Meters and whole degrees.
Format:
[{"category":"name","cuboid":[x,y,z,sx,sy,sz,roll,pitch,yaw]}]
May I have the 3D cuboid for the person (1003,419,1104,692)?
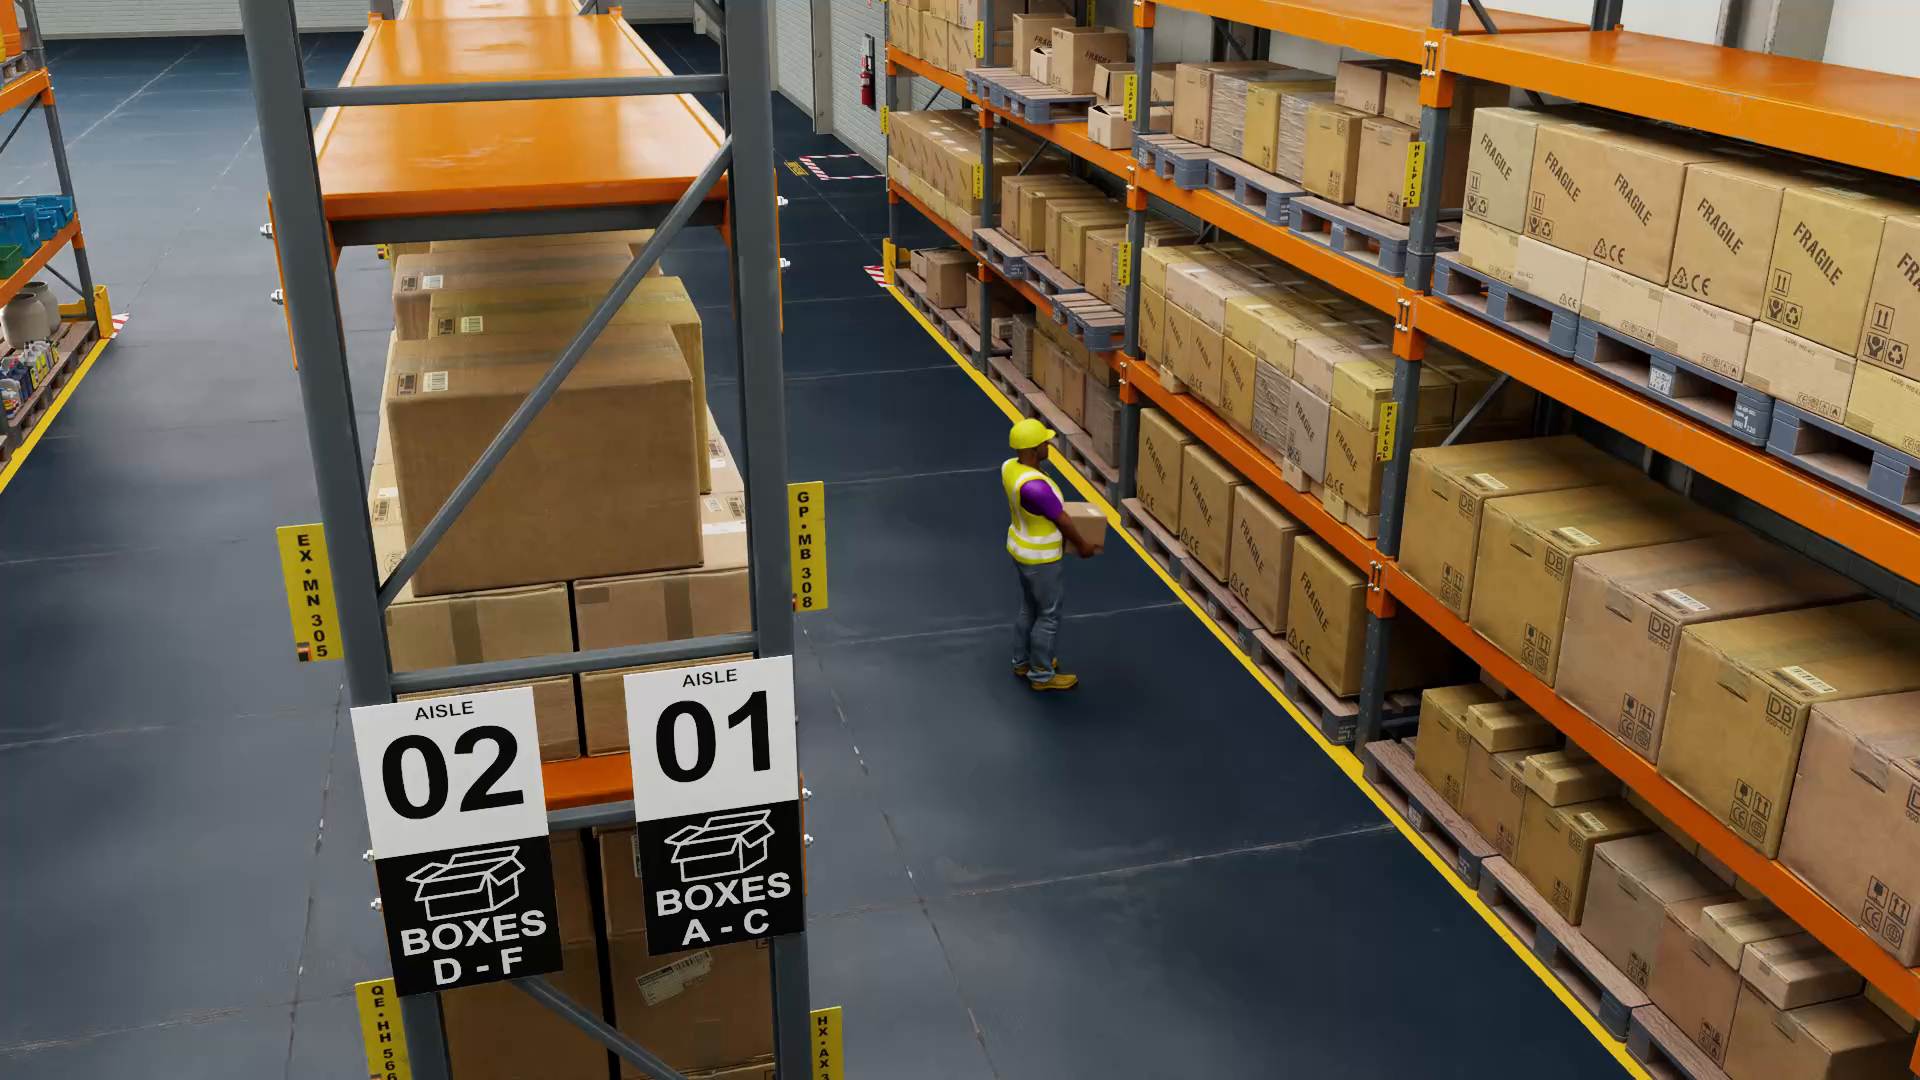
[{"category":"person","cuboid":[0.574,0.075,10.394,0.576,1.760,0.503,-6,23,-13]}]
